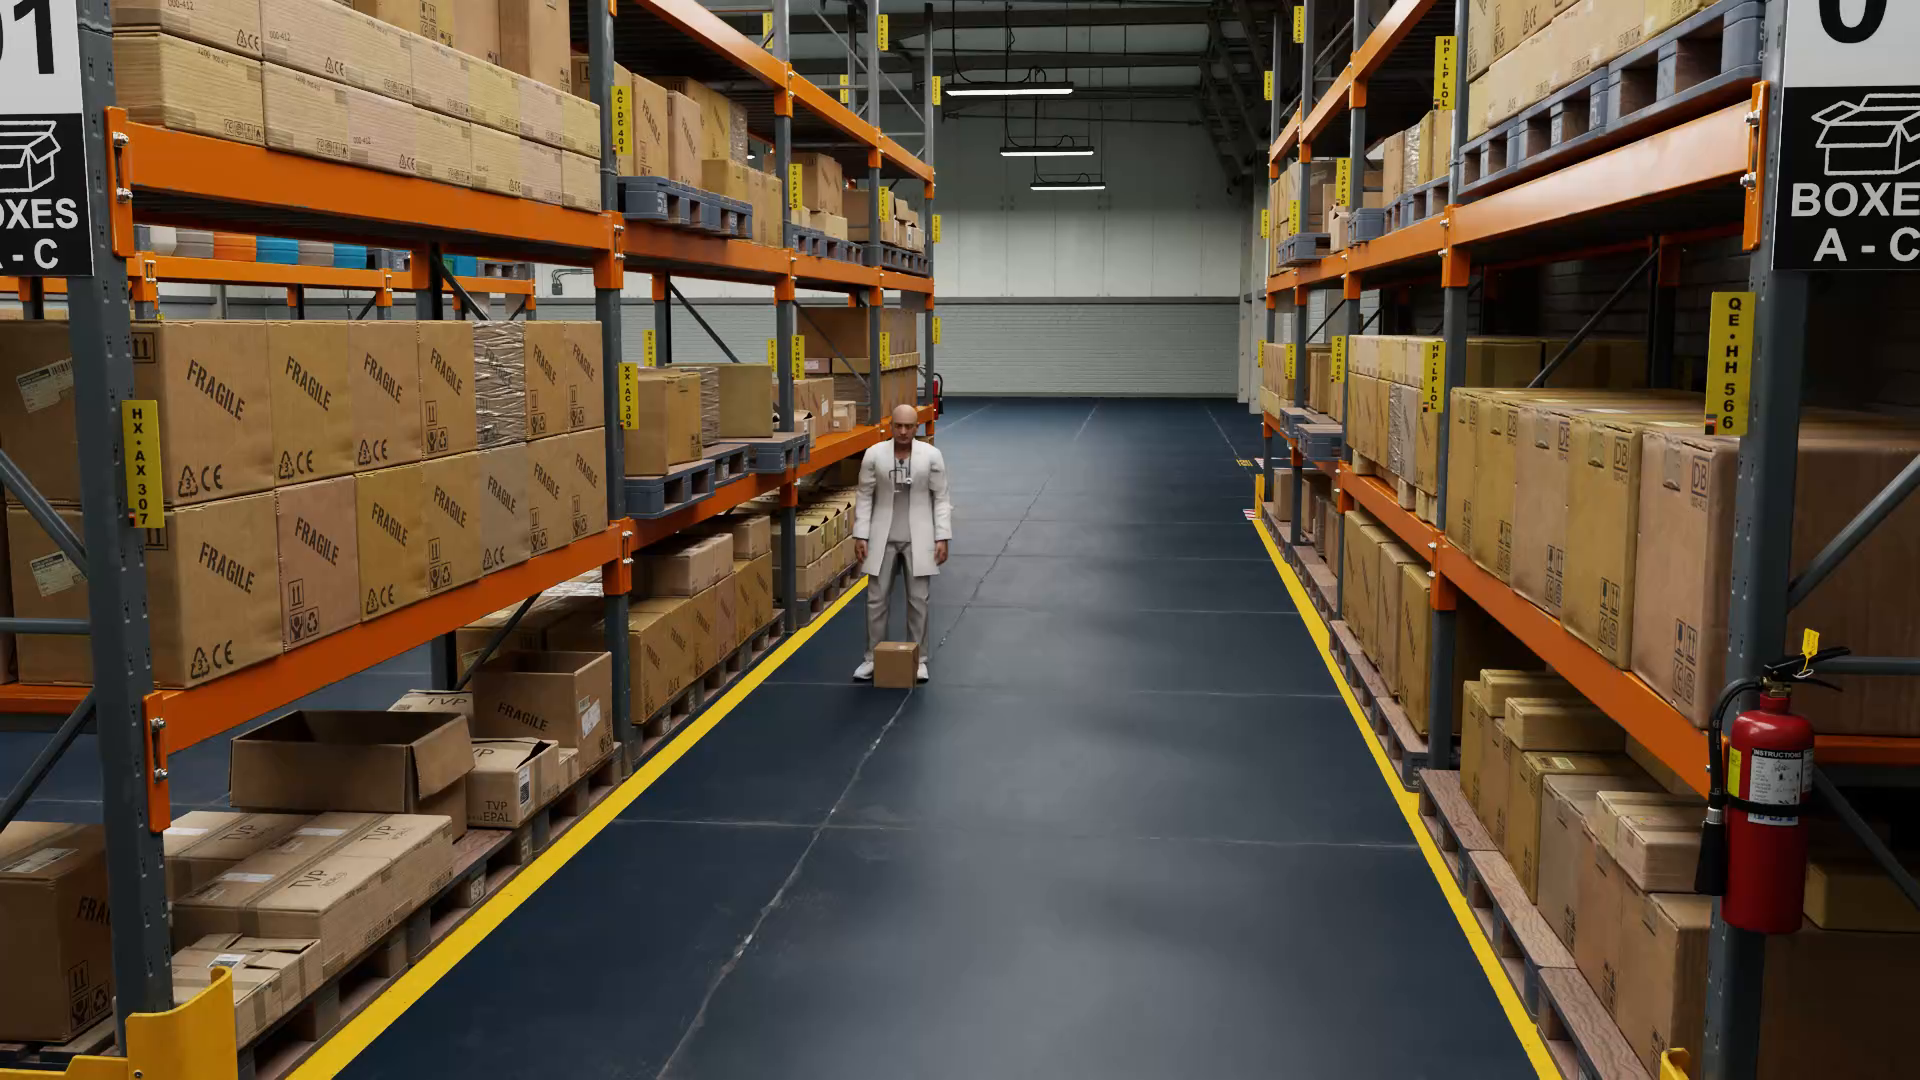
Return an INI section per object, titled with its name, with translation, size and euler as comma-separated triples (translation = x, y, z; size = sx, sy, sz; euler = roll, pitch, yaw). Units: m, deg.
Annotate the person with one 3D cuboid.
[person]
translation = -0.374, 0.011, 10.763
size = 0.652, 1.773, 0.425
euler = 0, 7, 3
